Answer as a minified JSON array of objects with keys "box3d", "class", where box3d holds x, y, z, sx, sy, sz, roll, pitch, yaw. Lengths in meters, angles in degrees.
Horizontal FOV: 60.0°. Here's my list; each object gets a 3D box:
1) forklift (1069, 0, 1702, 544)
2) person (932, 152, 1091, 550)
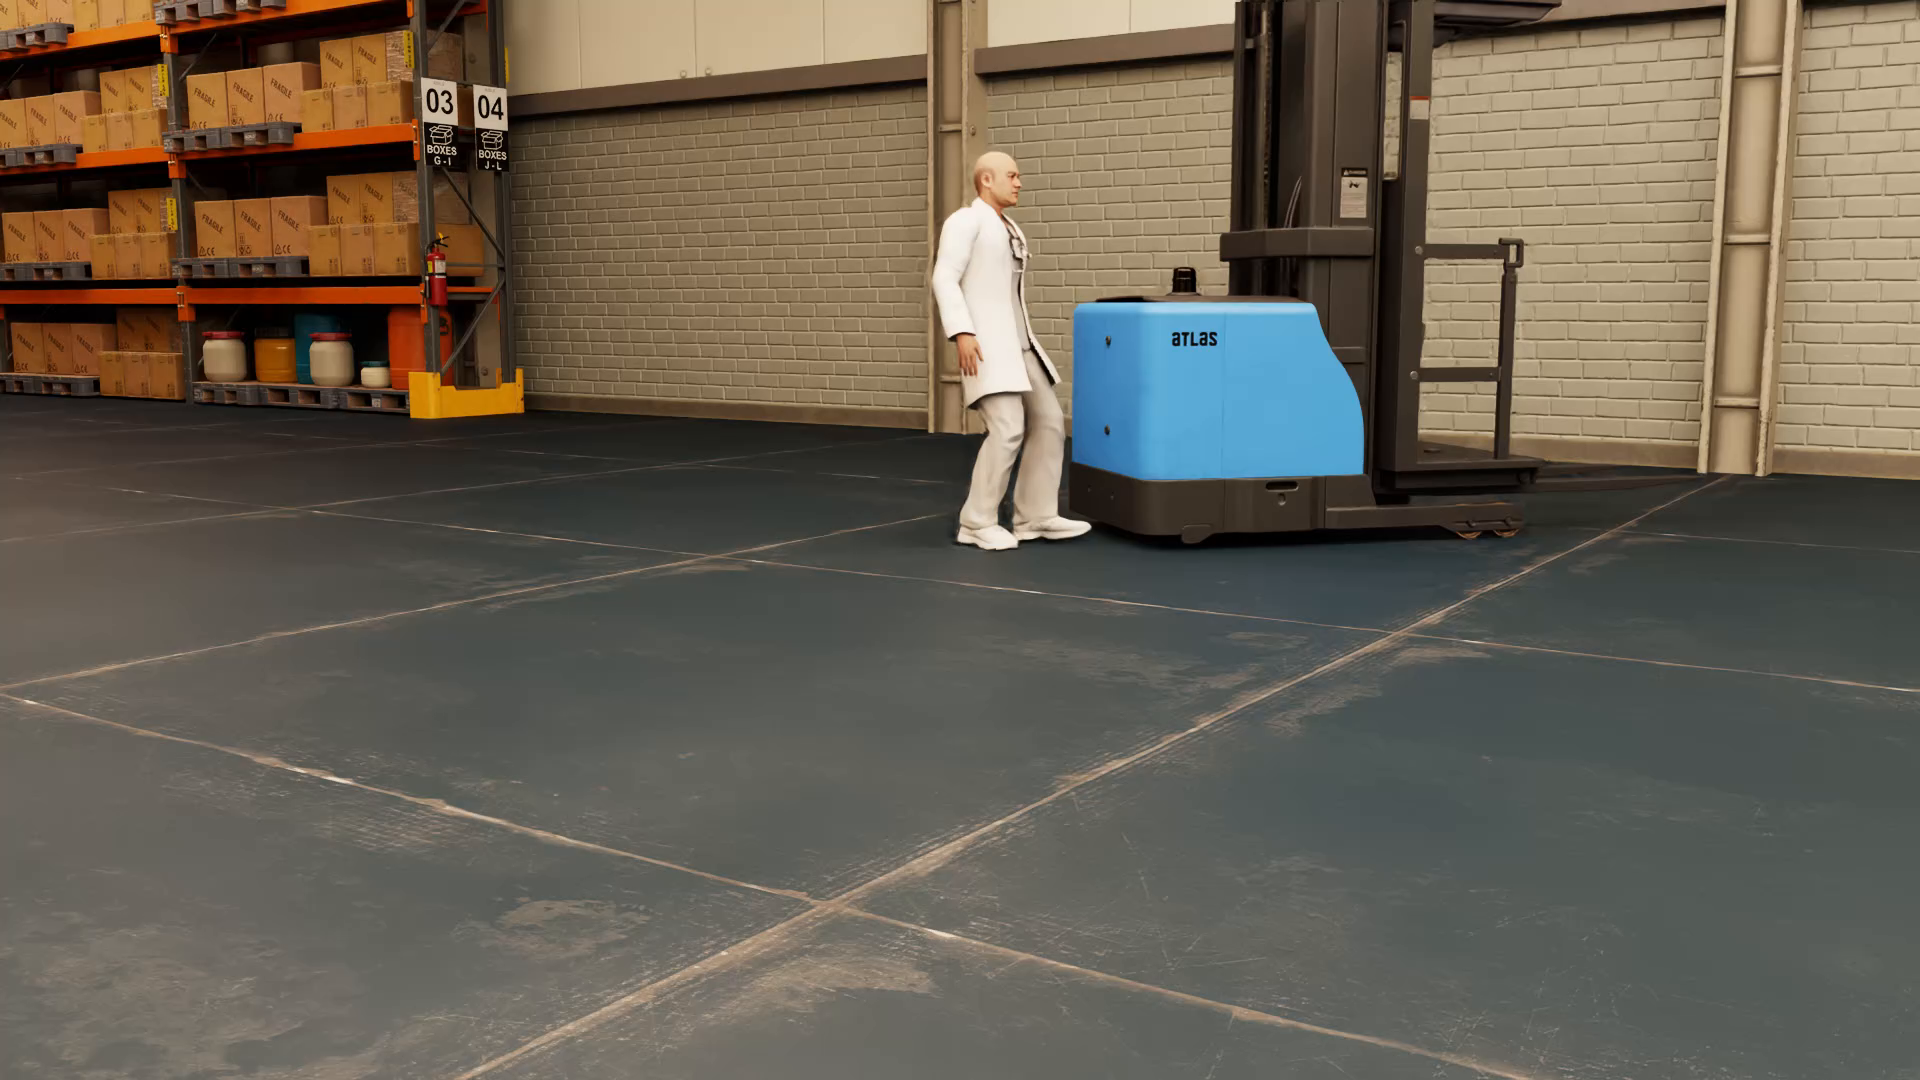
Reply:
[{"box3d":[2.106,-1.524,7.912,3.031,2.935,1.130,-2,8,-16],"class":"forklift"},{"box3d":[0.259,-0.849,7.420,0.633,1.744,0.816,4,9,27],"class":"person"}]
